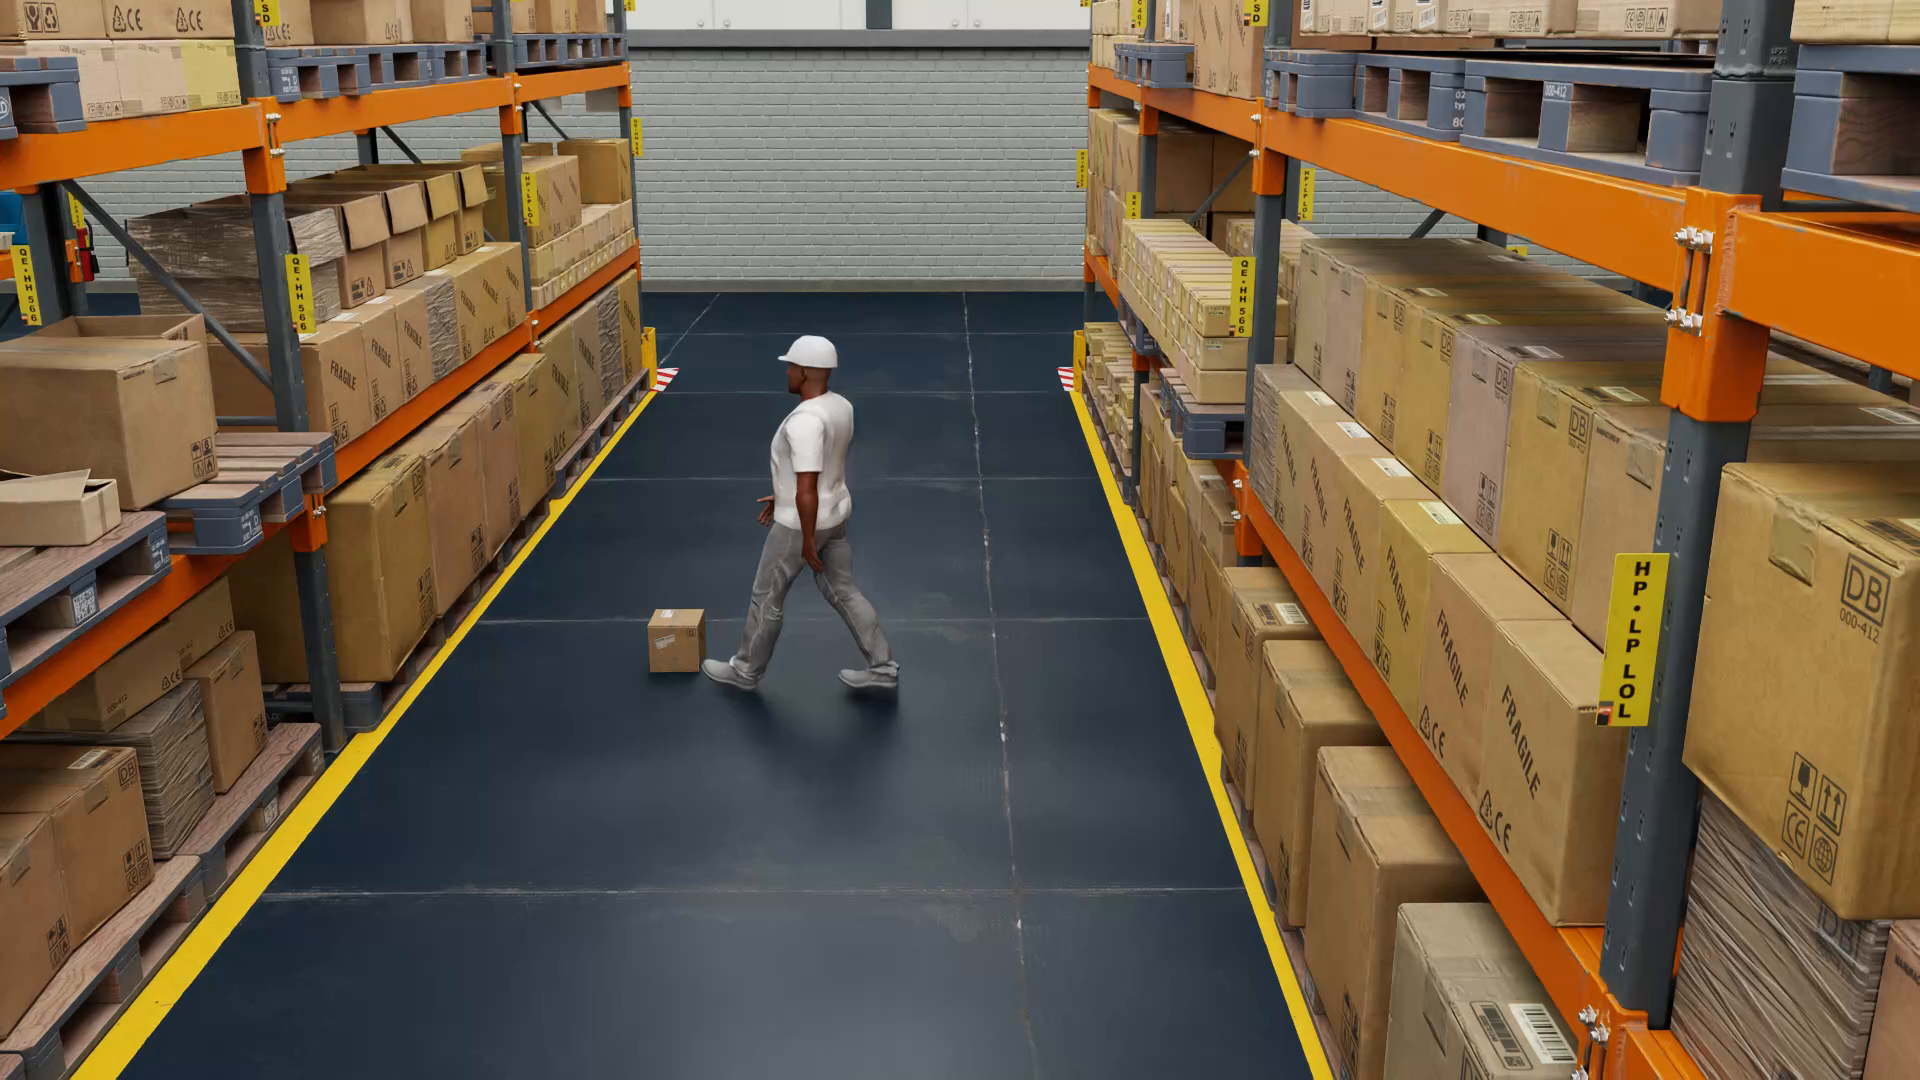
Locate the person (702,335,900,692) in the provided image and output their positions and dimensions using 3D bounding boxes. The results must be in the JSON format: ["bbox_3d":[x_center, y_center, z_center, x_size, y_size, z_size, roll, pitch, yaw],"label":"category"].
[{"bbox_3d":[-0.760,-0.113,7.903,0.980,1.725,0.585,6,18,20],"label":"person"}]
